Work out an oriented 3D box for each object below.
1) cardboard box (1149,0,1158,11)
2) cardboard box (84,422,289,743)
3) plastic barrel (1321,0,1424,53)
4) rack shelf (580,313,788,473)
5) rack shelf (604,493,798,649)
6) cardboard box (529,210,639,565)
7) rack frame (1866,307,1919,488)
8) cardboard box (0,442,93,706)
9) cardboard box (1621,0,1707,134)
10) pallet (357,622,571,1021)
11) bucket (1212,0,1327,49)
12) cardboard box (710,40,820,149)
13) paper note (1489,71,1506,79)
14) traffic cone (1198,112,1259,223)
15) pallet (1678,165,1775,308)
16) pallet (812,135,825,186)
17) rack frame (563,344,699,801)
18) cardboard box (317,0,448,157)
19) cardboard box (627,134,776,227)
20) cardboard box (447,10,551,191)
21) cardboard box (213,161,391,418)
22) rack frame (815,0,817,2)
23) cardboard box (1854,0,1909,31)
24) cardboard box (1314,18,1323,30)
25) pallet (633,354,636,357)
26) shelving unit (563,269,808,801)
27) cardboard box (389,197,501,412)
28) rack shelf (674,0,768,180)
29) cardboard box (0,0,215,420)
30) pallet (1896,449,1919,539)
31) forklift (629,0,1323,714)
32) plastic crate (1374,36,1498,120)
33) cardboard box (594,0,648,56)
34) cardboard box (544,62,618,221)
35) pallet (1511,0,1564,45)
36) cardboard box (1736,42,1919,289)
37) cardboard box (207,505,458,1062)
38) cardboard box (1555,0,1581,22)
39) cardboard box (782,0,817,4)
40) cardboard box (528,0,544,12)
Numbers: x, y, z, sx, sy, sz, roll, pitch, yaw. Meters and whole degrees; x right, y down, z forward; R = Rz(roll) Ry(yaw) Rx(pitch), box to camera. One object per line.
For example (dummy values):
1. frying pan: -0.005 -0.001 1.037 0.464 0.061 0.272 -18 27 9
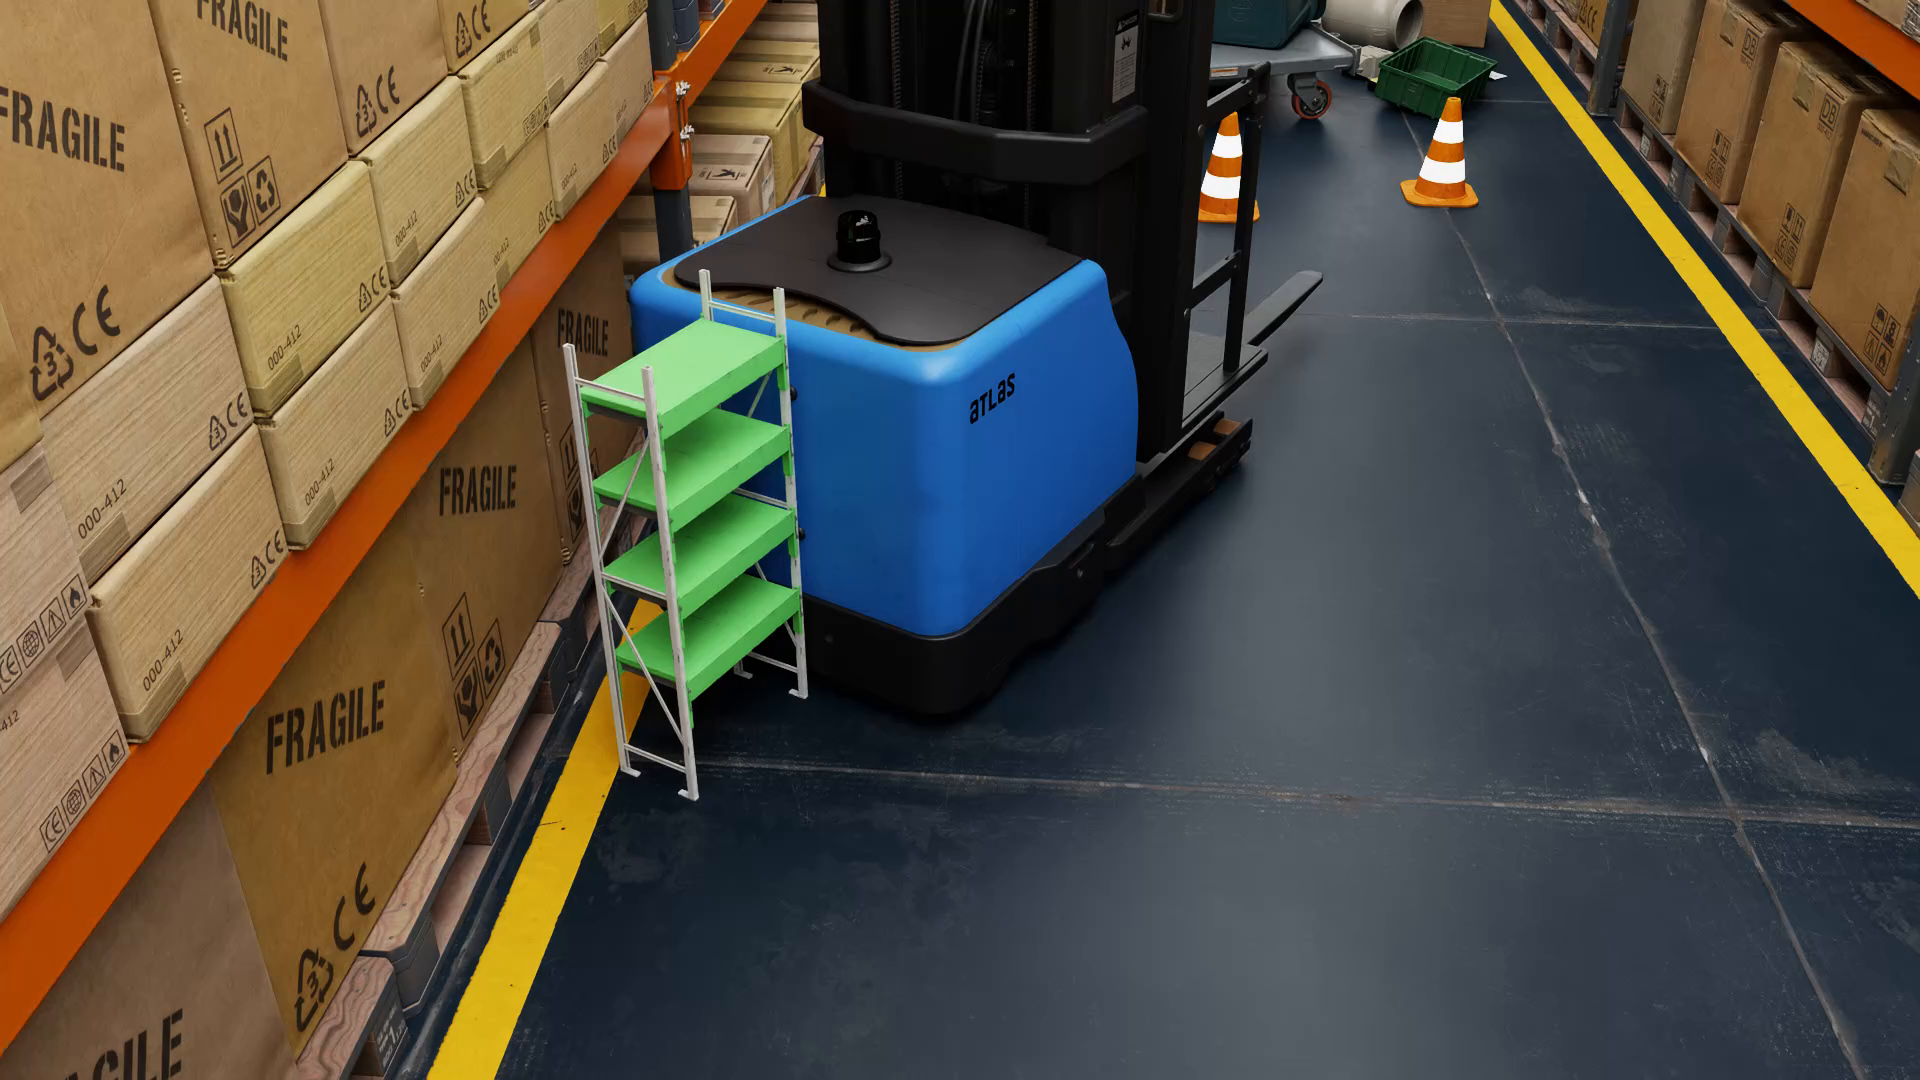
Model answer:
1. cardboard box: 1.657 -3.718 10.803 0.797 0.503 0.637 -20 37 -29
2. cardboard box: -1.361 0.042 2.466 0.500 0.250 0.500 2 32 3
3. plastic barrel: 2.456 -3.119 9.907 0.512 0.421 0.421 27 41 37
4. rack shelf: -0.645 -0.353 3.887 0.258 0.148 0.480 17 35 25
5. rack shelf: -0.645 0.055 4.138 0.258 0.148 0.480 17 35 25
6. cardboard box: -1.514 -0.541 4.893 0.875 0.875 0.875 2 32 4
7. rack frame: 3.567 -1.465 4.769 1.000 3.000 0.127 2 32 4
8. cardboard box: -1.384 0.101 1.894 0.500 0.250 0.500 2 32 3
9. cardboard box: 3.932 -2.450 8.110 1.050 0.750 0.750 2 32 4
10. pallet: -1.616 0.608 4.061 1.003 0.211 1.213 2 32 4
11. bucket: 1.606 -2.980 8.898 0.726 0.611 0.620 14 44 21
12. cardboard box: -1.145 -2.125 7.944 0.950 0.372 0.625 4 32 7
13. paper note: 3.045 -2.683 9.575 0.147 0.020 0.142 -20 37 -29
14. traffic cone: 1.218 -1.733 7.621 0.336 0.463 0.334 2 32 4
15. pallet: 3.808 -1.323 7.196 1.003 0.211 1.213 2 32 4
16. pallet: -1.111 -2.121 8.491 1.003 0.211 1.213 2 32 4
17. rack frame: -0.766 0.112 3.925 0.240 1.200 0.015 17 35 25
18. cardboard box: -1.285 -1.018 2.995 0.500 0.500 0.500 2 32 3
19. cardboard box: -1.267 -1.365 6.711 0.950 0.372 0.625 2 32 3
20. cardboard box: -1.221 -0.972 3.634 0.500 0.250 0.500 2 32 3
21. cardboard box: -1.302 -0.436 2.765 0.500 0.250 0.500 3 32 5
22. rack frame: -1.049 -3.715 8.420 1.000 3.000 0.127 2 32 4
23. cardboard box: 3.378 -2.016 5.566 0.500 0.500 0.500 2 32 4
24. cardboard box: 2.197 -3.370 10.466 0.396 0.266 0.258 8 32 12
25. pallet: -1.310 -0.845 6.420 1.003 0.211 1.213 2 32 4
26. shelving unit: -0.645 0.001 4.105 0.258 1.200 0.503 17 35 25
27. cardboard box: -1.254 -0.486 3.323 0.500 0.250 0.500 2 32 3
28. rack shelf: -1.212 -2.363 6.912 1.077 0.370 4.000 2 32 4
29. cardboard box: -1.365 -0.486 2.130 0.500 0.500 0.500 2 32 4
30. pallet: 3.502 0.130 4.837 1.003 0.211 1.213 2 32 4
31. forklift: 0.334 -1.525 4.931 1.130 2.935 3.031 18 36 27
32. plastic crate: 2.601 -2.531 9.124 0.450 0.188 0.662 29 41 23
33. cardboard box: -1.161 -1.509 4.506 0.500 0.250 0.500 2 32 4
34. cardboard box: -1.183 -1.017 4.184 0.500 0.250 0.500 3 32 5
35. pallet: 4.129 -3.404 10.572 1.003 0.211 1.213 2 32 4
36. cardboard box: 3.774 -1.458 6.501 1.050 0.750 0.750 3 32 5
37. cardboard box: -1.664 0.393 3.378 0.875 0.875 0.875 3 32 5
38. cardboard box: 4.083 -3.629 9.904 0.875 0.875 0.875 3 32 4
39. cardboard box: -0.732 -3.021 9.513 0.500 0.250 0.500 1 32 2
40. cardboard box: -1.190 -1.542 3.845 0.500 0.500 0.500 3 32 5
